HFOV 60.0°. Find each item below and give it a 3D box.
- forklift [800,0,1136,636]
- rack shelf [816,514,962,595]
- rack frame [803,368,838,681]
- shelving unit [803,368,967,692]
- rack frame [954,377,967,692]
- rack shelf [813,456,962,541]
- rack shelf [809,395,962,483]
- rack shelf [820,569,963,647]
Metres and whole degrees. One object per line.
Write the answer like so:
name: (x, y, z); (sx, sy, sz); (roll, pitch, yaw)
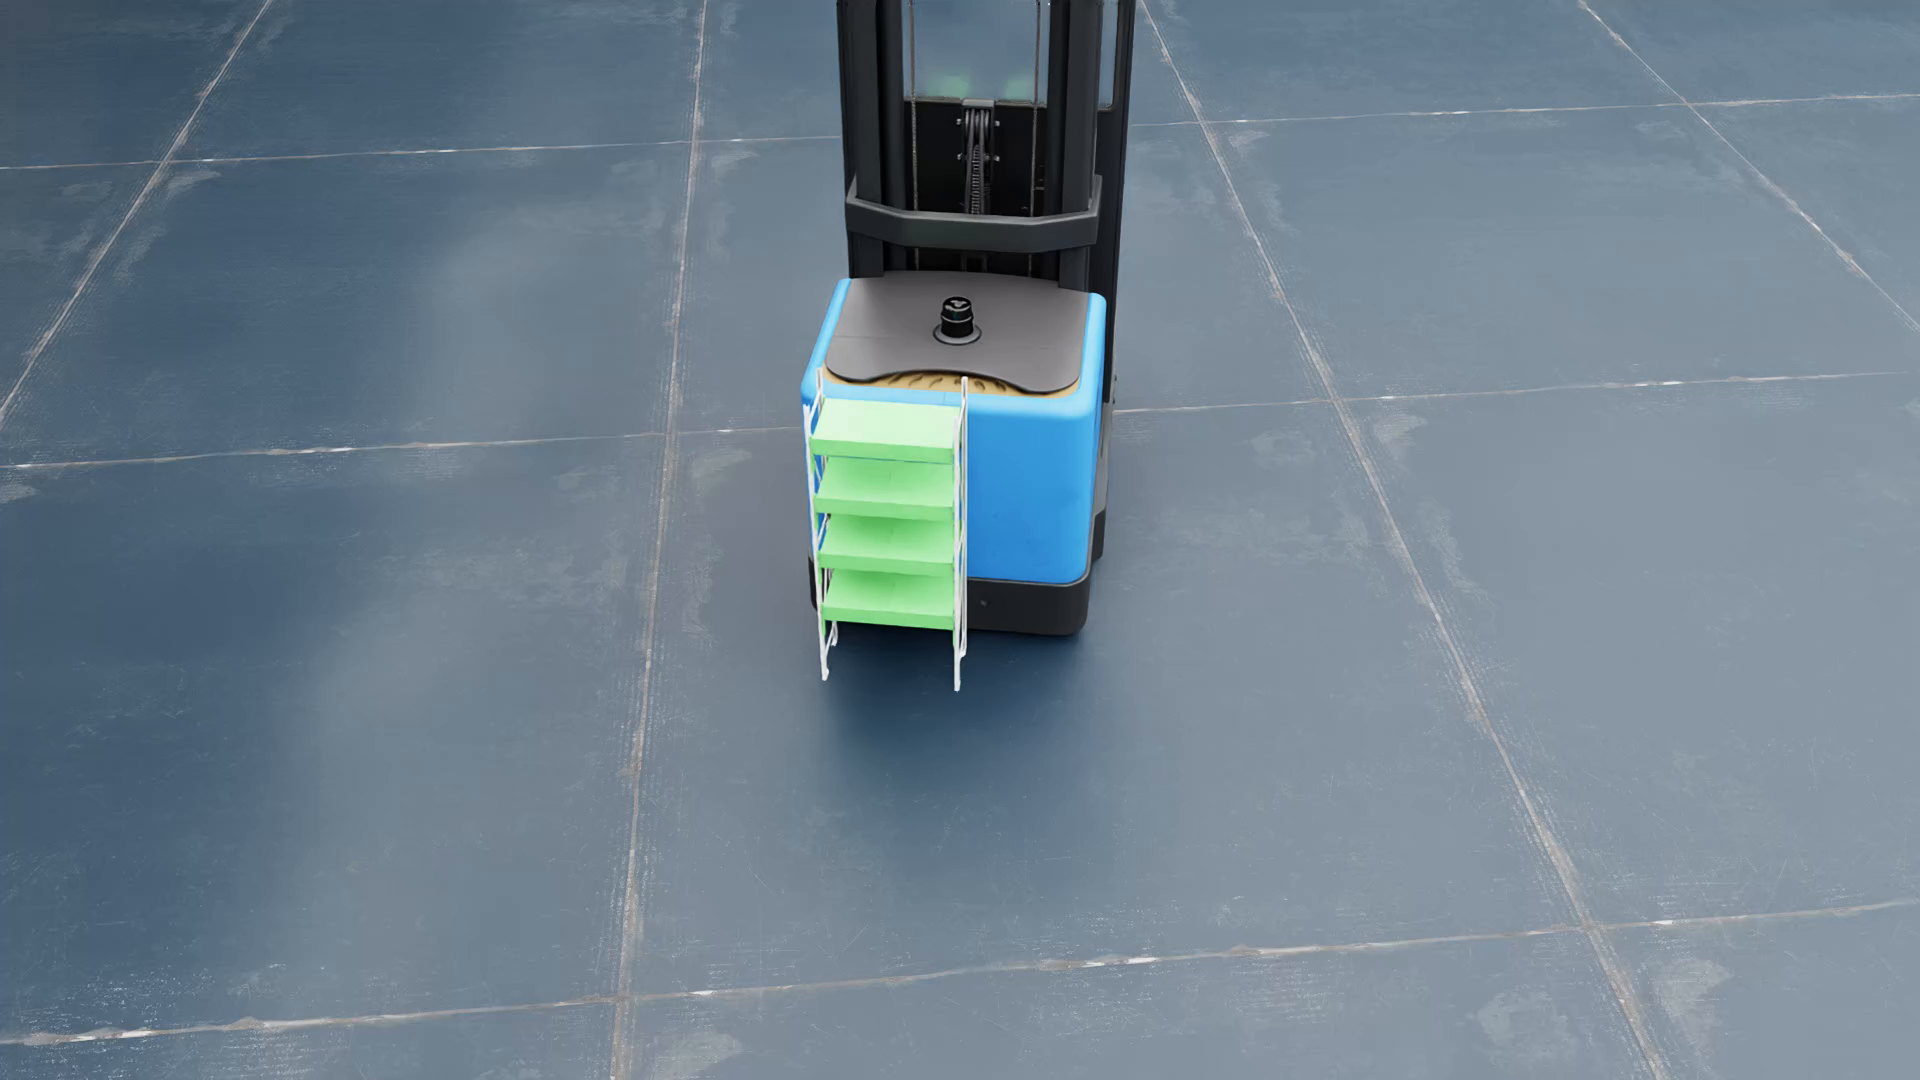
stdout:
forklift: (0.124, -1.701, 6.540); (1.130, 2.935, 3.031); (4, 38, 5)
rack shelf: (-0.241, 0.039, 5.835); (0.480, 0.148, 0.258); (4, 39, 5)
rack frame: (-0.483, -0.029, 5.819); (0.015, 1.200, 0.240); (4, 39, 5)
shelving unit: (-0.241, -0.011, 5.796); (0.503, 1.200, 0.258); (4, 39, 5)
rack frame: (0.002, 0.007, 5.773); (0.015, 1.200, 0.240); (4, 39, 5)
rack shelf: (-0.241, -0.149, 5.686); (0.480, 0.148, 0.258); (4, 39, 5)
rack shelf: (-0.241, -0.338, 5.538); (0.480, 0.148, 0.258); (4, 39, 5)
rack shelf: (-0.241, 0.227, 5.984); (0.480, 0.148, 0.258); (4, 39, 5)
